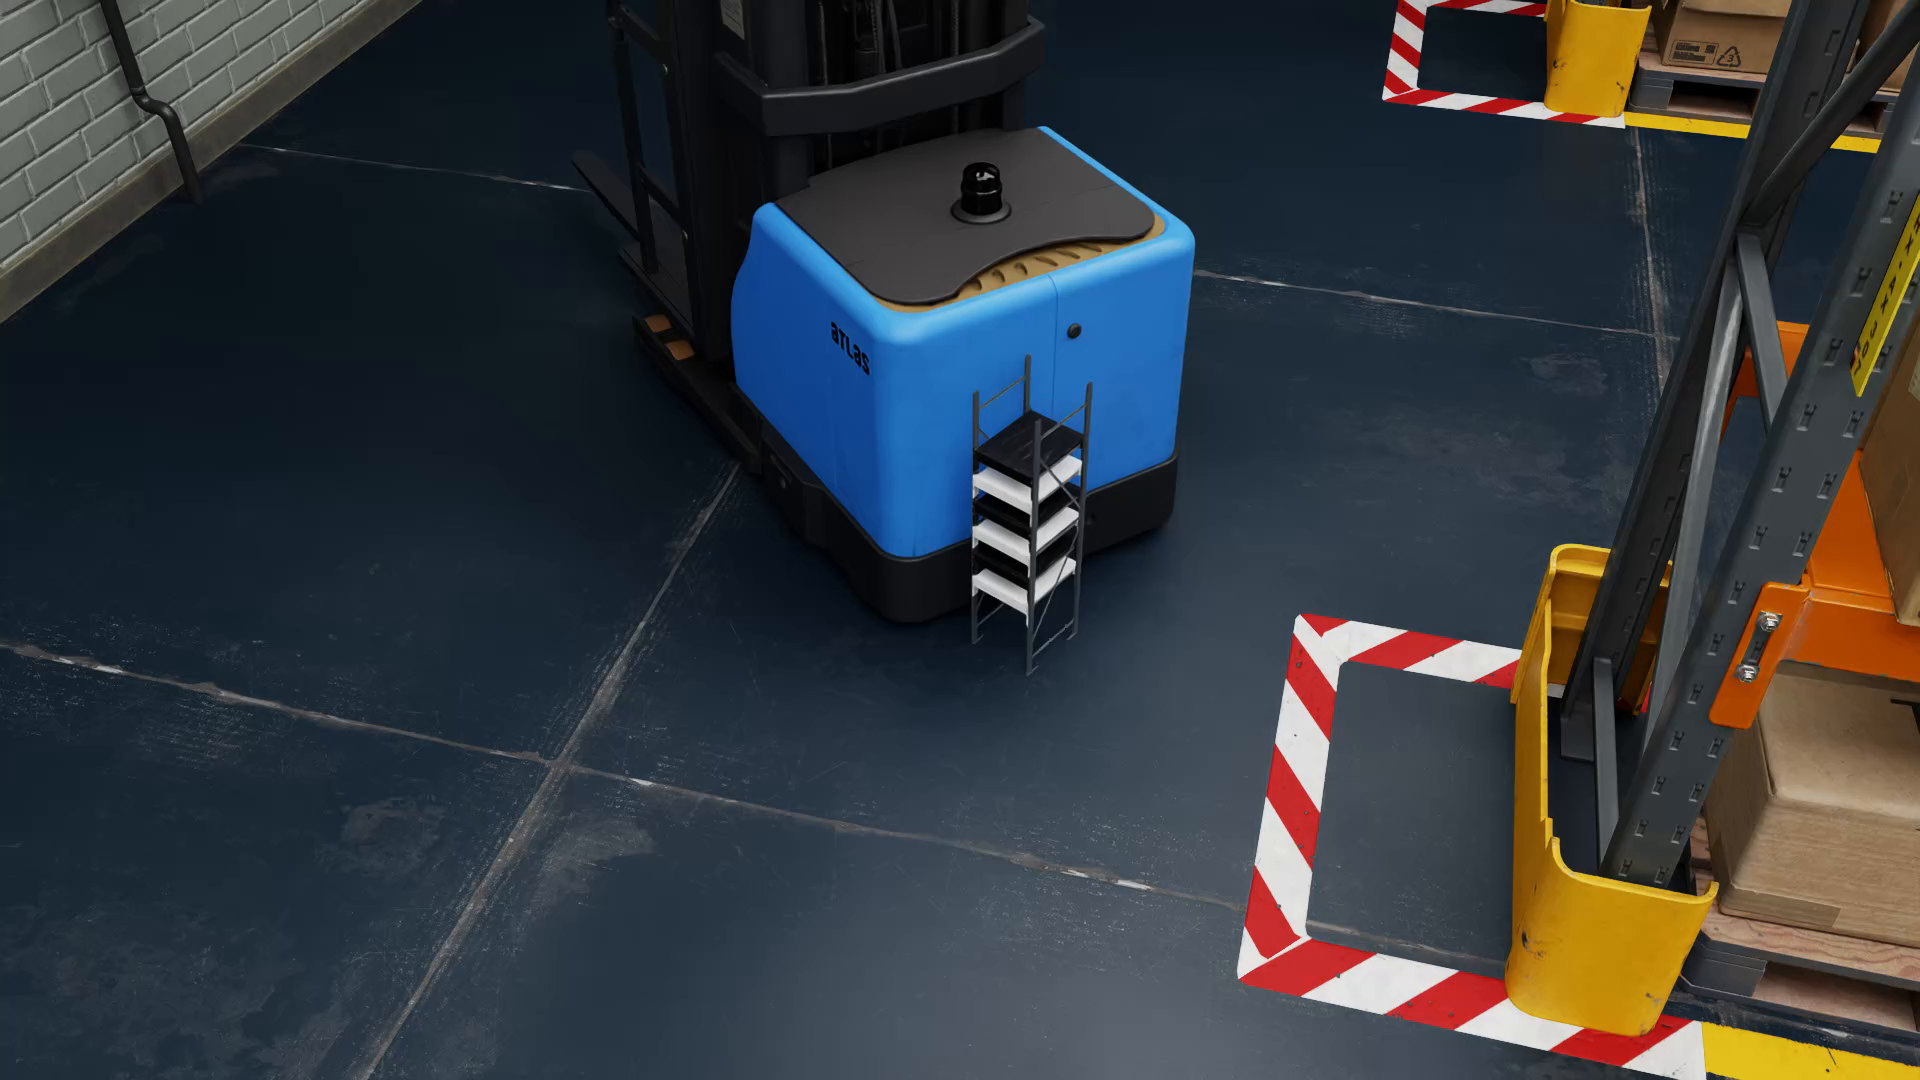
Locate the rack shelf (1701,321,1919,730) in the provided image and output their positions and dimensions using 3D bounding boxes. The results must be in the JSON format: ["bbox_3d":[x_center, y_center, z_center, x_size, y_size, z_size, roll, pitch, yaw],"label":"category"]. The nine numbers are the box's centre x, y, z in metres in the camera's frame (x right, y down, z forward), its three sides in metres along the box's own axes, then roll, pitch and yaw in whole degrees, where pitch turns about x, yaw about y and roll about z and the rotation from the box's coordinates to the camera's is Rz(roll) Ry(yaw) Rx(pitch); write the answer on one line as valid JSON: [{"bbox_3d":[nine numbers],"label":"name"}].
[{"bbox_3d":[3.560,0.239,3.193,4.000,0.370,1.077,10,41,11],"label":"rack shelf"}]

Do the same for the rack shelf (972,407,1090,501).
[{"bbox_3d":[0.190,-0.234,4.461,0.200,0.077,0.258,28,48,29],"label":"rack shelf"}]

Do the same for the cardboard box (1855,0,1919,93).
[{"bbox_3d":[4.289,-2.330,7.309,0.500,0.500,0.700,11,41,13],"label":"cardboard box"}]

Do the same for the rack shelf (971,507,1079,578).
[{"bbox_3d":[0.190,-0.027,4.634,0.200,0.077,0.258,28,48,29],"label":"rack shelf"}]

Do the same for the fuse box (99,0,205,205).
[{"bbox_3d":[-3.142,-2.079,6.395,0.414,1.711,0.539,10,41,11],"label":"fuse box"}]

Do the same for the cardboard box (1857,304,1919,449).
[{"bbox_3d":[2.162,-0.492,3.425,0.500,0.500,0.500,10,41,12],"label":"cardboard box"}]

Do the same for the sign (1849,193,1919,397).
[{"bbox_3d":[1.478,-0.387,2.644,0.005,0.325,0.100,10,41,11],"label":"sign"}]

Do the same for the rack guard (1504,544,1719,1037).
[{"bbox_3d":[1.604,0.584,4.166,0.348,0.500,1.175,10,41,11],"label":"rack guard"}]

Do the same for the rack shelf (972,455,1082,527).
[{"bbox_3d":[0.190,-0.165,4.519,0.200,0.077,0.258,28,48,29],"label":"rack shelf"}]

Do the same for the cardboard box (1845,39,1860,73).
[{"bbox_3d":[3.874,-2.267,7.507,0.250,0.149,0.380,8,41,10],"label":"cardboard box"}]

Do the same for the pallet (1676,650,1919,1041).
[{"bbox_3d":[2.420,0.783,4.154,1.213,0.211,1.003,10,41,11],"label":"pallet"}]

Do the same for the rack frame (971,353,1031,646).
[{"bbox_3d":[0.112,-0.094,4.663,0.006,0.900,0.240,28,48,29],"label":"rack frame"}]

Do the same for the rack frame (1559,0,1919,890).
[{"bbox_3d":[1.628,-0.369,3.357,0.127,3.000,1.000,10,41,11],"label":"rack frame"}]

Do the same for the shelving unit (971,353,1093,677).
[{"bbox_3d":[0.190,-0.053,4.613,0.210,0.900,0.258,28,48,29],"label":"shelving unit"}]

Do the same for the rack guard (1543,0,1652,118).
[{"bbox_3d":[2.980,-2.484,7.819,0.348,0.500,1.175,10,41,11],"label":"rack guard"}]

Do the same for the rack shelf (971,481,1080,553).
[{"bbox_3d":[0.190,-0.096,4.576,0.200,0.077,0.258,28,48,29],"label":"rack shelf"}]

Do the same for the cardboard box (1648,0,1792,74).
[{"bbox_3d":[3.473,-2.498,7.506,0.637,0.503,0.797,8,41,10],"label":"cardboard box"}]

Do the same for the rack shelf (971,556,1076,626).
[{"bbox_3d":[0.190,0.111,4.750,0.200,0.077,0.258,28,48,29],"label":"rack shelf"}]

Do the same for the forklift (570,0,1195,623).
[{"bbox_3d":[-0.519,-1.806,5.122,1.130,2.935,3.031,-21,44,-23],"label":"forklift"}]

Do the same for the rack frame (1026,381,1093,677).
[{"bbox_3d":[0.268,-0.011,4.563,0.006,0.900,0.240,28,48,29],"label":"rack frame"}]

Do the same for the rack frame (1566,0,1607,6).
[{"bbox_3d":[2.907,-3.453,7.030,0.127,3.000,1.000,10,41,11],"label":"rack frame"}]

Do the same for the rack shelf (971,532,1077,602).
[{"bbox_3d":[0.190,0.042,4.692,0.200,0.077,0.258,28,48,29],"label":"rack shelf"}]

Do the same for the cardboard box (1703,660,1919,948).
[{"bbox_3d":[2.291,0.499,3.989,0.875,0.438,0.875,8,41,10],"label":"cardboard box"}]

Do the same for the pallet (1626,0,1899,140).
[{"bbox_3d":[3.751,-2.241,7.754,1.213,0.211,1.003,10,41,11],"label":"pallet"}]

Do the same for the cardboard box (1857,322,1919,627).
[{"bbox_3d":[2.017,-0.149,3.018,0.500,0.500,0.500,9,41,11],"label":"cardboard box"}]
